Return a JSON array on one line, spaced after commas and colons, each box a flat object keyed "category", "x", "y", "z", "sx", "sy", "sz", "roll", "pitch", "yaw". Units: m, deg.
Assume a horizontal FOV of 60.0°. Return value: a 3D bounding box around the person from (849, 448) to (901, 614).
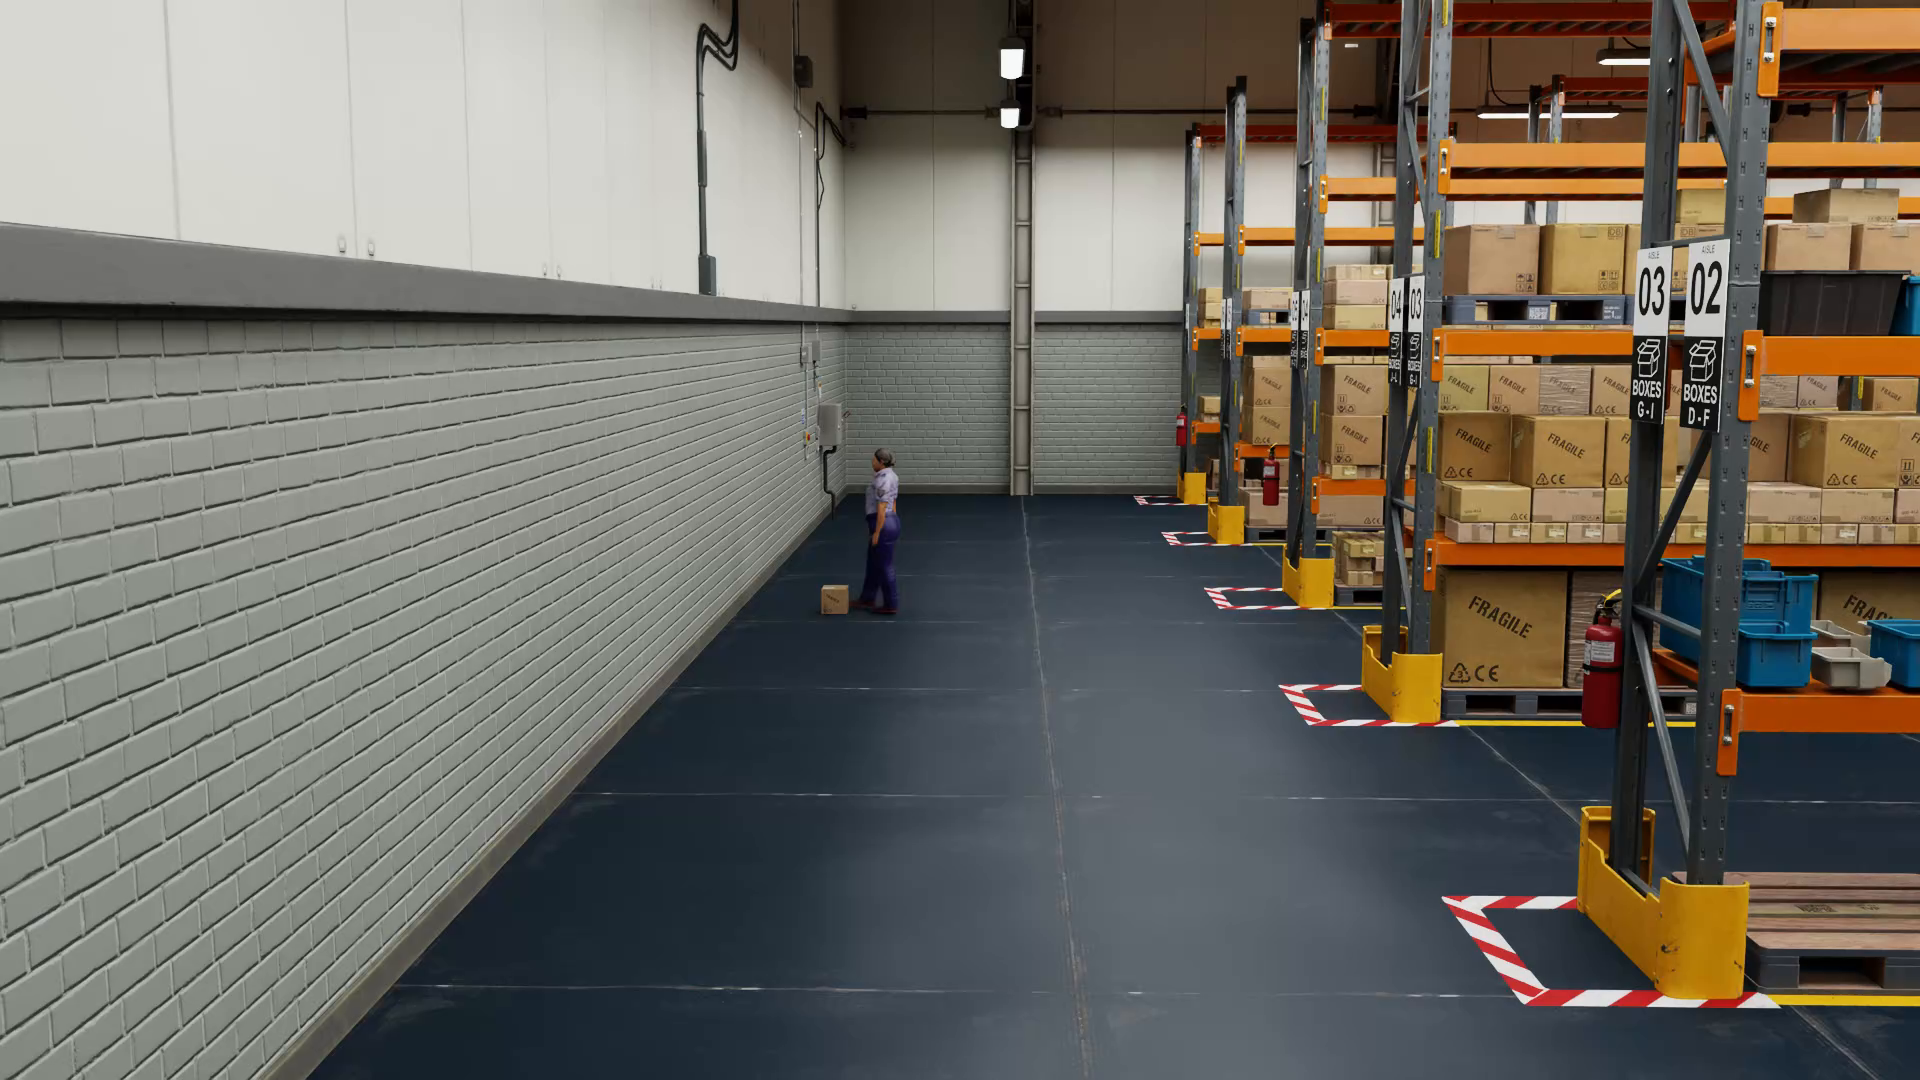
[{"category": "person", "x": -0.888, "y": -0.101, "z": 16.585, "sx": 0.602, "sy": 1.645, "sz": 0.480, "roll": 1, "pitch": 7, "yaw": 9}]
